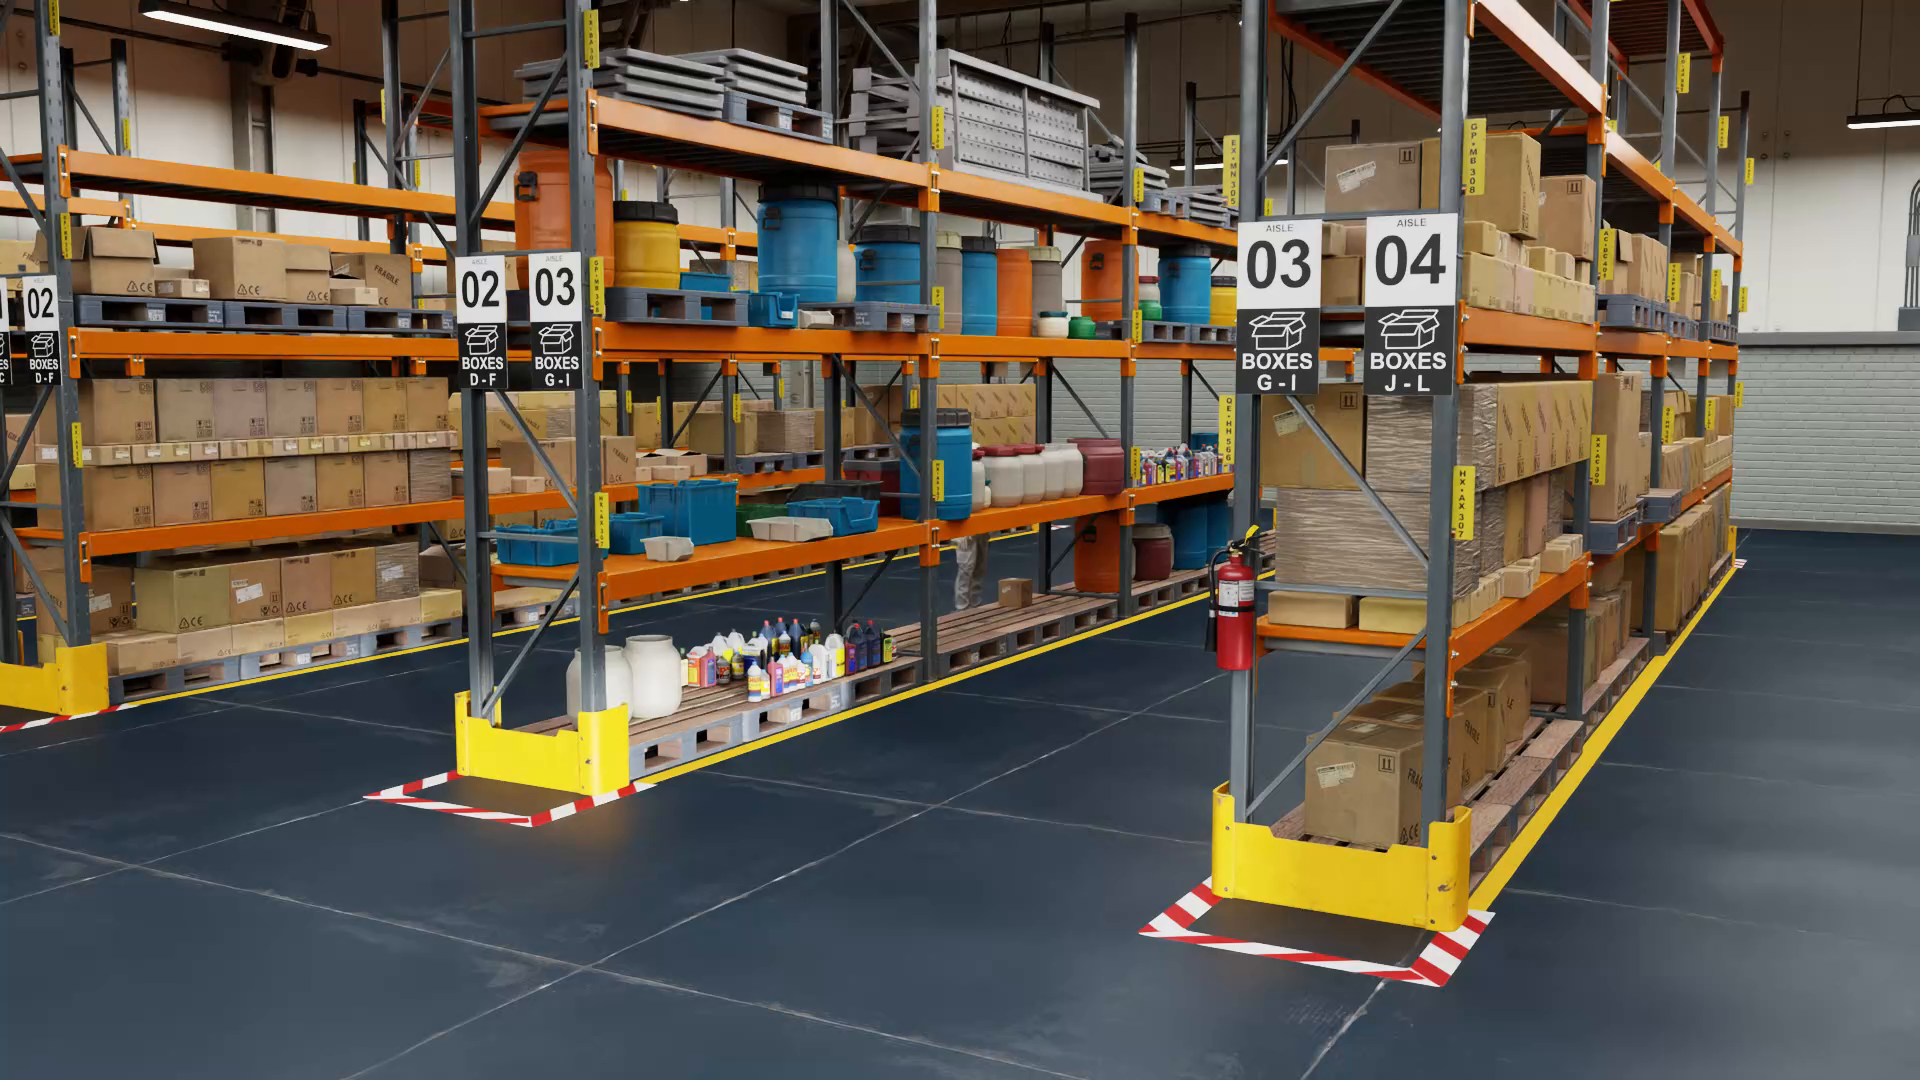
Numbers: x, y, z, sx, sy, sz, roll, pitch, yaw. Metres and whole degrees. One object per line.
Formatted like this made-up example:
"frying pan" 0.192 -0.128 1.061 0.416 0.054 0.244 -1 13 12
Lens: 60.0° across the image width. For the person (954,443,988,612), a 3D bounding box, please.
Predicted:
"person" 0.130 -0.075 16.563 0.404 1.789 0.561 3 7 28
